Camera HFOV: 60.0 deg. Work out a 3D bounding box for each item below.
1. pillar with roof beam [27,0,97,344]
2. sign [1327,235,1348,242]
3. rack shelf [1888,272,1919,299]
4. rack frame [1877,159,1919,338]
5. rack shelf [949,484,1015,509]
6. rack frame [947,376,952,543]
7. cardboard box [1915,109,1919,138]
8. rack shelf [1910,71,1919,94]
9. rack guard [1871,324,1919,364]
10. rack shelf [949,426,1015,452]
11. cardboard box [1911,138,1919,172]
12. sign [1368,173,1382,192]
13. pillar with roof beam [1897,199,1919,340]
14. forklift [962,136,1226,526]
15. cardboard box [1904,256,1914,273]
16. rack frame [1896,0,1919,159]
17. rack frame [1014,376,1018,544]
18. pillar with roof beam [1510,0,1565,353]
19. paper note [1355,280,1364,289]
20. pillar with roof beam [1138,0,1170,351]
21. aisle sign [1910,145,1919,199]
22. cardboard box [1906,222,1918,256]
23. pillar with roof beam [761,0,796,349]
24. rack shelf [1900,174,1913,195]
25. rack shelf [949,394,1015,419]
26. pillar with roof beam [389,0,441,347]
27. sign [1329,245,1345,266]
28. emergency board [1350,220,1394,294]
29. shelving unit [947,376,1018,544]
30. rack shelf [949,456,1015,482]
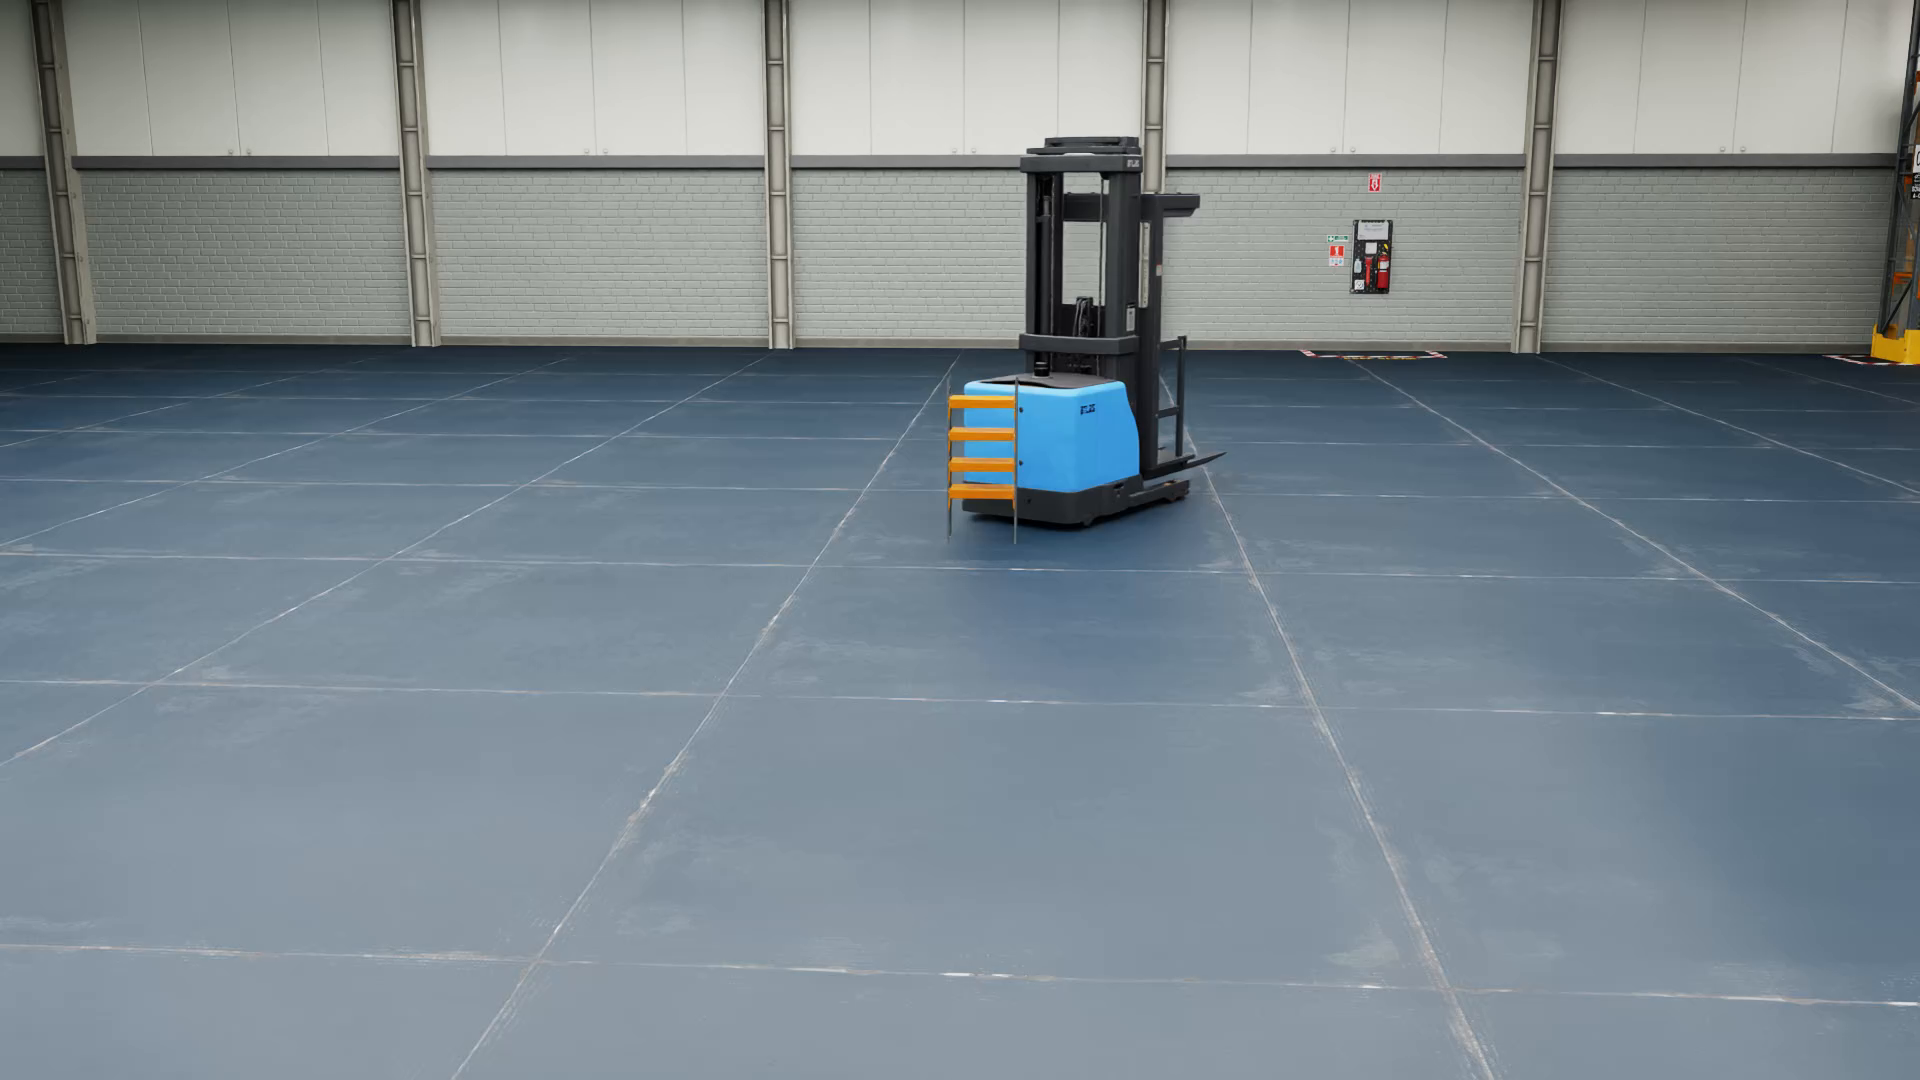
[{"bbox_3d":[-15.188,-6.857,23.071,0.400,9.000,9.100,1,12,4],"label":"pillar with roof beam"},{"bbox_3d":[6.042,-4.817,26.589,0.331,0.109,0.001,1,12,4],"label":"sign"},{"bbox_3d":[16.272,-3.843,25.072,4.000,0.370,1.077,1,12,4],"label":"rack shelf"},{"bbox_3d":[14.276,-4.223,25.129,0.127,3.000,1.000,1,12,4],"label":"rack frame"},{"bbox_3d":[0.165,-0.325,12.189,0.480,0.148,0.258,1,12,4],"label":"rack shelf"},{"bbox_3d":[-0.078,-0.588,12.150,0.015,1.200,0.240,1,12,4],"label":"rack frame"},{"bbox_3d":[14.724,-6.287,24.934,0.500,0.500,0.500,1,12,6],"label":"cardboard box"},{"bbox_3d":[16.272,-6.778,24.458,4.000,0.370,1.077,1,12,4],"label":"rack shelf"},{"bbox_3d":[14.352,-2.998,25.380,0.348,0.500,1.175,1,12,4],"label":"rack guard"},{"bbox_3d":[0.165,-0.738,12.102,0.480,0.148,0.258,1,12,4],"label":"rack shelf"},{"bbox_3d":[14.709,-5.796,25.029,0.500,0.500,0.500,2,12,8],"label":"cardboard box"},{"bbox_3d":[6.581,-5.669,26.380,0.199,0.298,0.001,1,12,4],"label":"sign"},{"bbox_3d":[14.745,-6.447,21.109,0.400,9.000,9.100,1,12,4],"label":"pillar with roof beam"},{"bbox_3d":[1.265,-1.792,13.677,1.130,2.935,3.031,8,14,34],"label":"forklift"},{"bbox_3d":[14.755,-4.192,25.301,0.500,0.250,0.500,1,12,5],"label":"cardboard box"},{"bbox_3d":[14.276,-7.159,24.515,0.127,3.000,1.000,1,12,4],"label":"rack frame"},{"bbox_3d":[0.409,-0.582,12.118,0.015,1.200,0.240,1,12,4],"label":"rack frame"},{"bbox_3d":[8.758,-6.529,21.502,0.400,9.000,9.100,1,12,4],"label":"pillar with roof beam"},{"bbox_3d":[6.411,-4.099,26.688,0.142,0.148,0.016,1,12,4],"label":"paper note"},{"bbox_3d":[2.772,-6.611,21.894,0.400,9.000,9.100,1,12,4],"label":"pillar with roof beam"},{"bbox_3d":[14.184,-5.435,24.574,0.004,0.787,0.394,1,12,4],"label":"aisle sign"},{"bbox_3d":[14.761,-4.563,25.242,0.500,0.500,0.500,1,12,3],"label":"cardboard box"},{"bbox_3d":[-3.215,-6.693,22.286,0.400,9.000,9.100,1,12,4],"label":"pillar with roof beam"},{"bbox_3d":[16.272,-5.311,24.764,4.000,0.370,1.077,1,12,4],"label":"rack shelf"},{"bbox_3d":[0.165,-0.970,12.054,0.480,0.148,0.258,1,12,4],"label":"rack shelf"},{"bbox_3d":[-9.202,-6.775,22.679,0.400,9.000,9.100,1,12,4],"label":"pillar with roof beam"},{"bbox_3d":[6.038,-4.560,26.652,0.234,0.329,0.001,1,12,4],"label":"sign"},{"bbox_3d":[6.583,-4.514,26.519,0.643,1.169,0.194,1,12,4],"label":"emergency board"},{"bbox_3d":[0.165,-0.585,12.134,0.503,1.200,0.258,1,12,4],"label":"shelving unit"},{"bbox_3d":[0.165,-0.519,12.148,0.480,0.148,0.258,1,12,4],"label":"rack shelf"}]
